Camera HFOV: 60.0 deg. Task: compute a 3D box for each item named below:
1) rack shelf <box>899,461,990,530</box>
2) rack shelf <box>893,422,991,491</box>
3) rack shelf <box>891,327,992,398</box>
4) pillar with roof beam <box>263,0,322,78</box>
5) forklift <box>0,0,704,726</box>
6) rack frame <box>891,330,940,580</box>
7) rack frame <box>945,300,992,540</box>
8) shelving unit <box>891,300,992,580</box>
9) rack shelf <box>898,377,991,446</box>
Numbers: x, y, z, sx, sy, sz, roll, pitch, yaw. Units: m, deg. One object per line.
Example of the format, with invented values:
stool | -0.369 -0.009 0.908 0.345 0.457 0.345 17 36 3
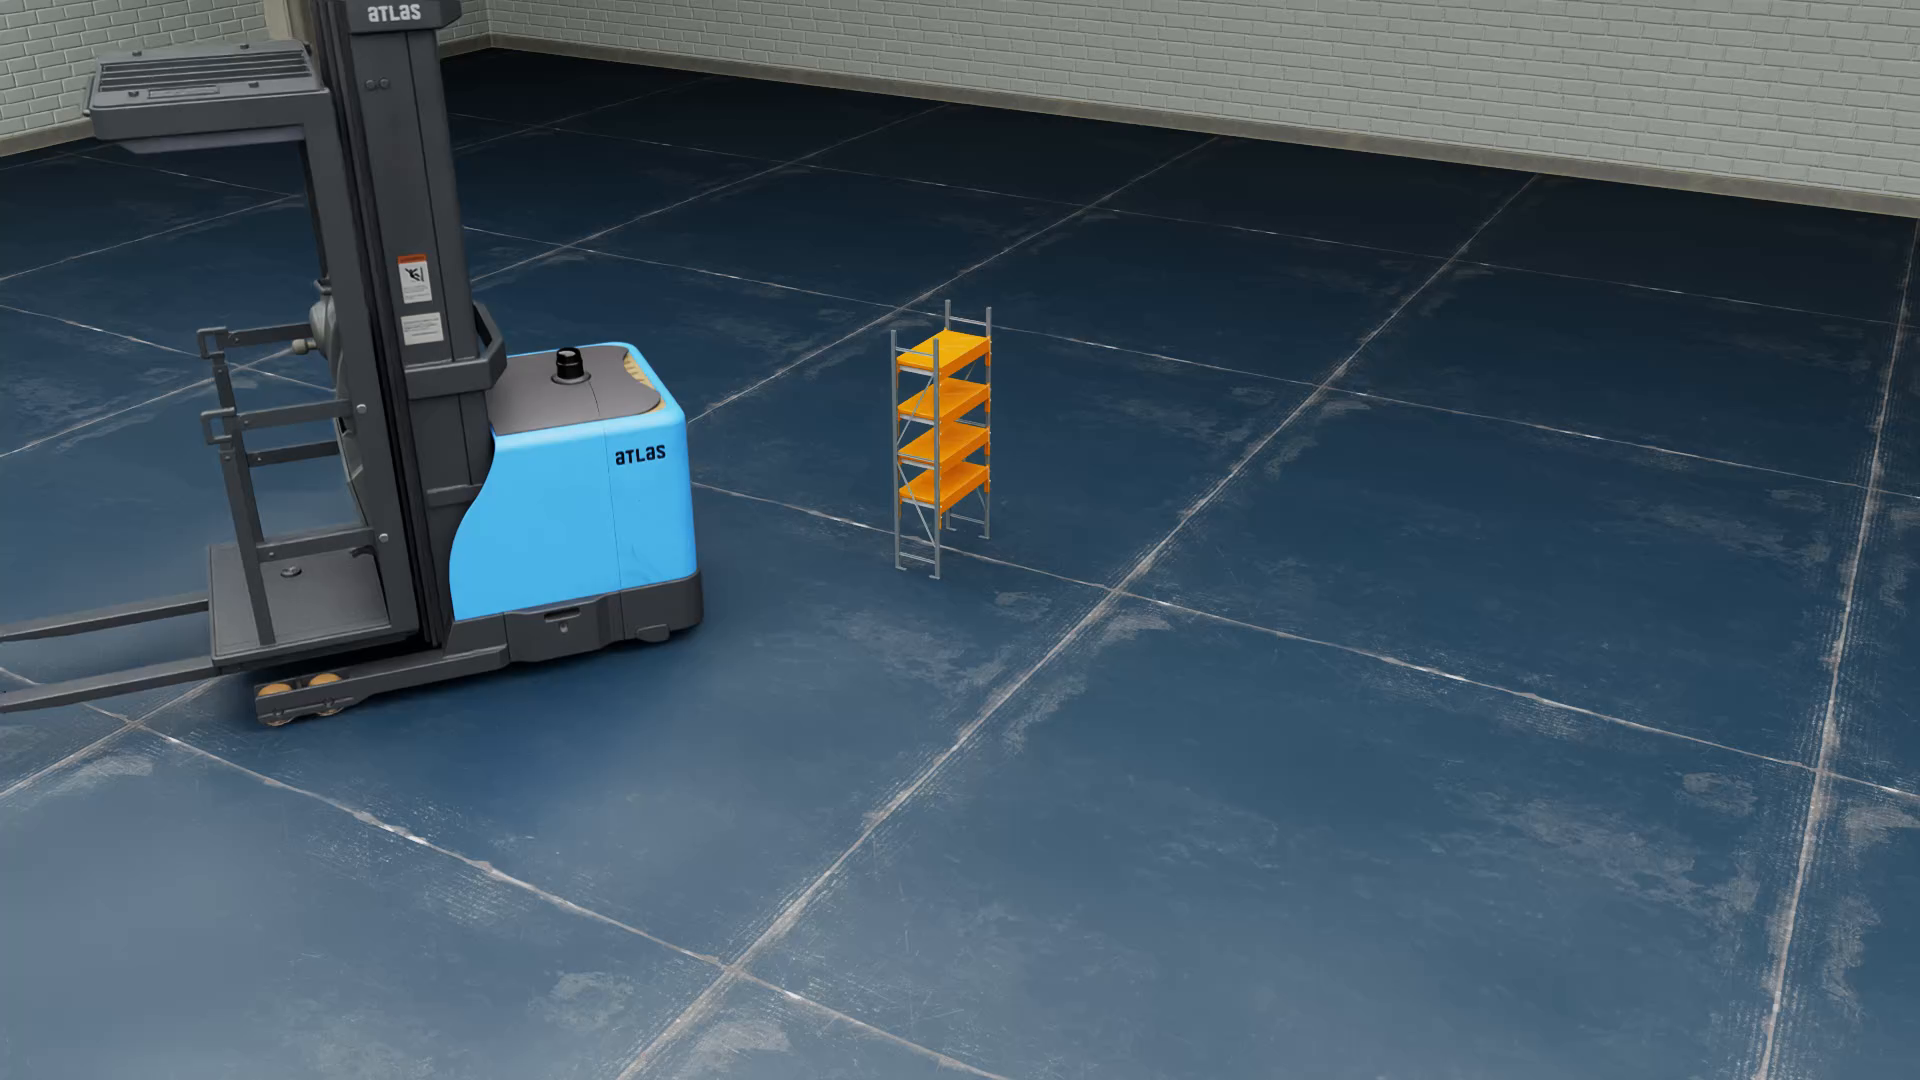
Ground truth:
rack shelf | -0.081 -0.234 7.972 0.258 0.148 0.480 14 30 26
rack shelf | -0.081 -0.412 7.883 0.258 0.148 0.480 14 30 26
rack shelf | -0.081 -0.823 7.677 0.258 0.148 0.480 14 30 26
pillar with roof beam | -3.299 -7.890 13.958 9.100 9.000 0.400 14 30 26
forklift | -2.706 -0.827 6.628 3.031 2.935 1.130 -11 29 -21
rack frame | -0.201 -0.377 7.663 0.240 1.200 0.015 14 30 26
rack frame | 0.039 -0.567 8.043 0.240 1.200 0.015 14 30 26
shelving unit | -0.081 -0.472 7.853 0.258 1.200 0.503 14 30 26
rack shelf | -0.081 -0.612 7.783 0.258 0.148 0.480 14 30 26
